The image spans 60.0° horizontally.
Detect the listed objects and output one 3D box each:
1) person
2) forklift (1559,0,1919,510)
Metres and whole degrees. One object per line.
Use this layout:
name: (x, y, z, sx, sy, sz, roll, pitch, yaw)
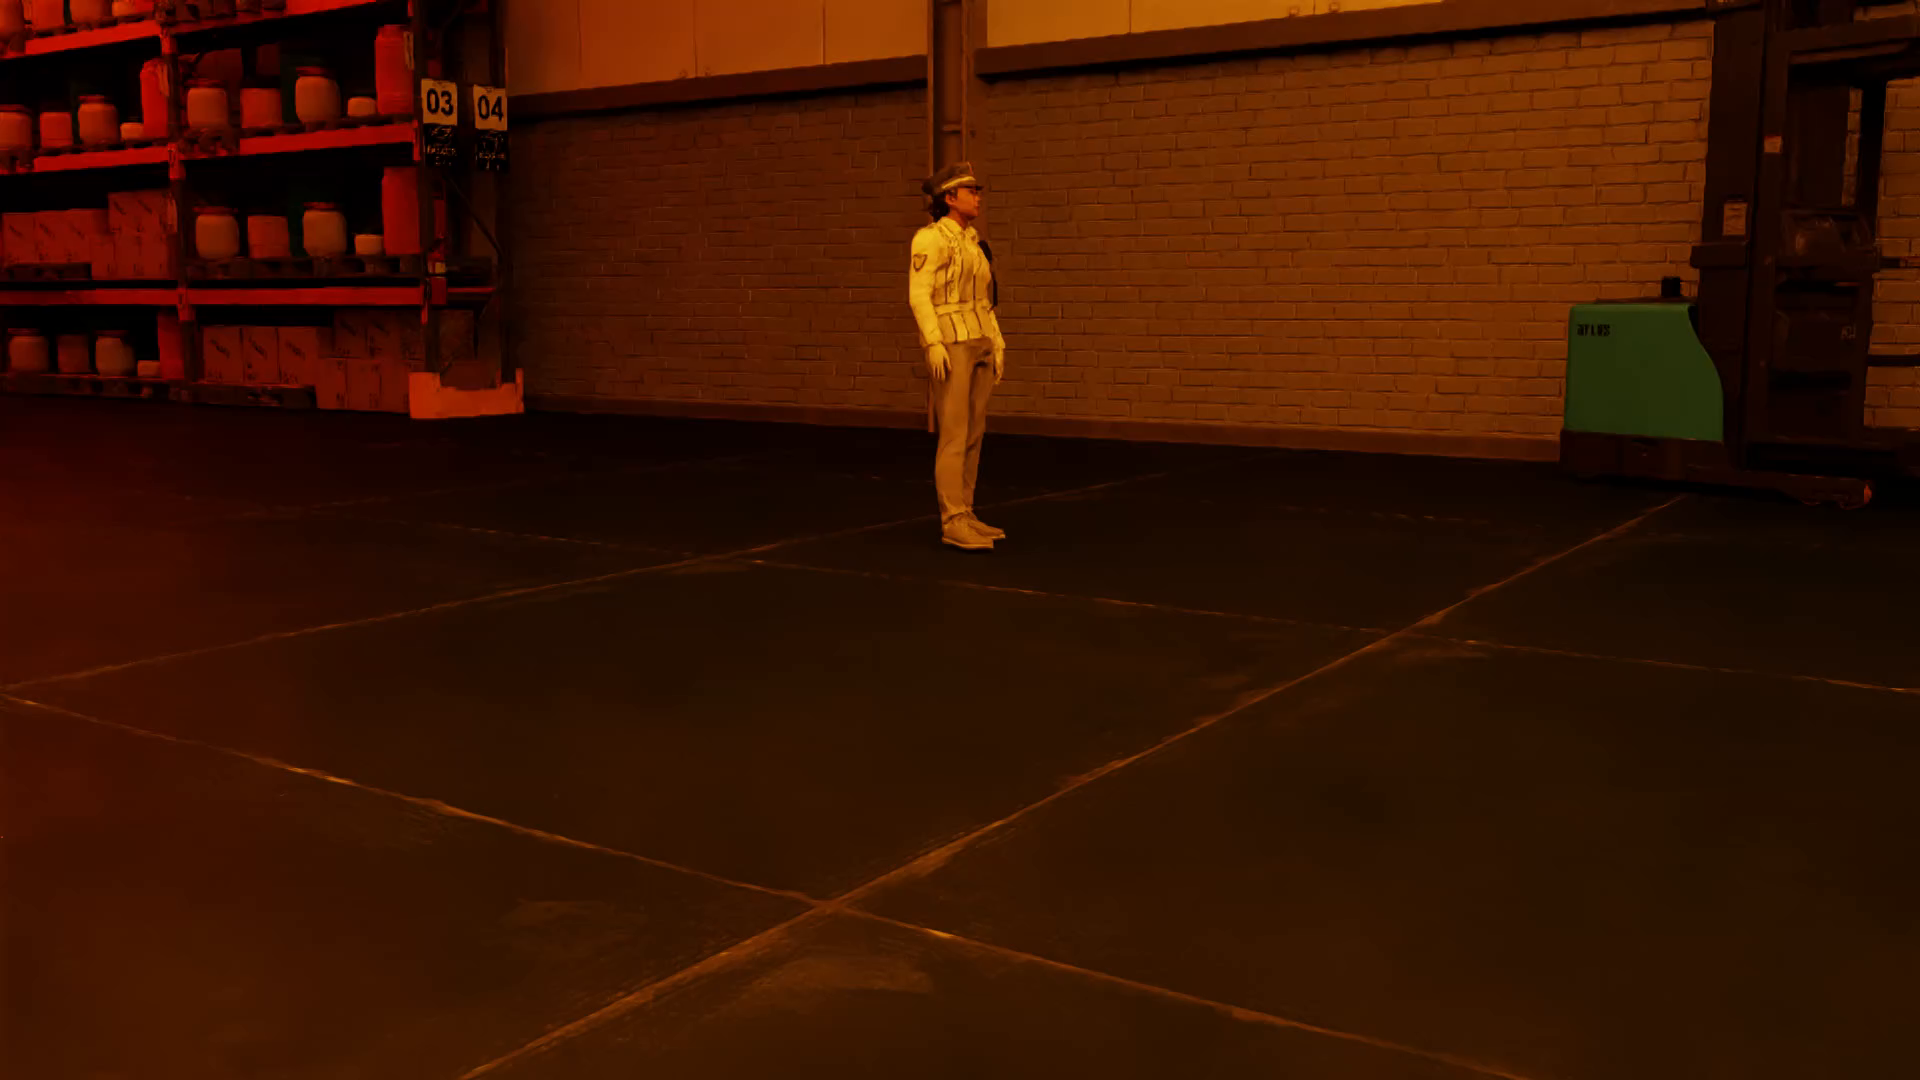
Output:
person: (0.052, -0.840, 7.440, 0.532, 1.695, 0.586, 5, 10, 34)
forklift: (4.927, -1.687, 9.053, 1.130, 2.935, 3.031, -6, 10, -36)
